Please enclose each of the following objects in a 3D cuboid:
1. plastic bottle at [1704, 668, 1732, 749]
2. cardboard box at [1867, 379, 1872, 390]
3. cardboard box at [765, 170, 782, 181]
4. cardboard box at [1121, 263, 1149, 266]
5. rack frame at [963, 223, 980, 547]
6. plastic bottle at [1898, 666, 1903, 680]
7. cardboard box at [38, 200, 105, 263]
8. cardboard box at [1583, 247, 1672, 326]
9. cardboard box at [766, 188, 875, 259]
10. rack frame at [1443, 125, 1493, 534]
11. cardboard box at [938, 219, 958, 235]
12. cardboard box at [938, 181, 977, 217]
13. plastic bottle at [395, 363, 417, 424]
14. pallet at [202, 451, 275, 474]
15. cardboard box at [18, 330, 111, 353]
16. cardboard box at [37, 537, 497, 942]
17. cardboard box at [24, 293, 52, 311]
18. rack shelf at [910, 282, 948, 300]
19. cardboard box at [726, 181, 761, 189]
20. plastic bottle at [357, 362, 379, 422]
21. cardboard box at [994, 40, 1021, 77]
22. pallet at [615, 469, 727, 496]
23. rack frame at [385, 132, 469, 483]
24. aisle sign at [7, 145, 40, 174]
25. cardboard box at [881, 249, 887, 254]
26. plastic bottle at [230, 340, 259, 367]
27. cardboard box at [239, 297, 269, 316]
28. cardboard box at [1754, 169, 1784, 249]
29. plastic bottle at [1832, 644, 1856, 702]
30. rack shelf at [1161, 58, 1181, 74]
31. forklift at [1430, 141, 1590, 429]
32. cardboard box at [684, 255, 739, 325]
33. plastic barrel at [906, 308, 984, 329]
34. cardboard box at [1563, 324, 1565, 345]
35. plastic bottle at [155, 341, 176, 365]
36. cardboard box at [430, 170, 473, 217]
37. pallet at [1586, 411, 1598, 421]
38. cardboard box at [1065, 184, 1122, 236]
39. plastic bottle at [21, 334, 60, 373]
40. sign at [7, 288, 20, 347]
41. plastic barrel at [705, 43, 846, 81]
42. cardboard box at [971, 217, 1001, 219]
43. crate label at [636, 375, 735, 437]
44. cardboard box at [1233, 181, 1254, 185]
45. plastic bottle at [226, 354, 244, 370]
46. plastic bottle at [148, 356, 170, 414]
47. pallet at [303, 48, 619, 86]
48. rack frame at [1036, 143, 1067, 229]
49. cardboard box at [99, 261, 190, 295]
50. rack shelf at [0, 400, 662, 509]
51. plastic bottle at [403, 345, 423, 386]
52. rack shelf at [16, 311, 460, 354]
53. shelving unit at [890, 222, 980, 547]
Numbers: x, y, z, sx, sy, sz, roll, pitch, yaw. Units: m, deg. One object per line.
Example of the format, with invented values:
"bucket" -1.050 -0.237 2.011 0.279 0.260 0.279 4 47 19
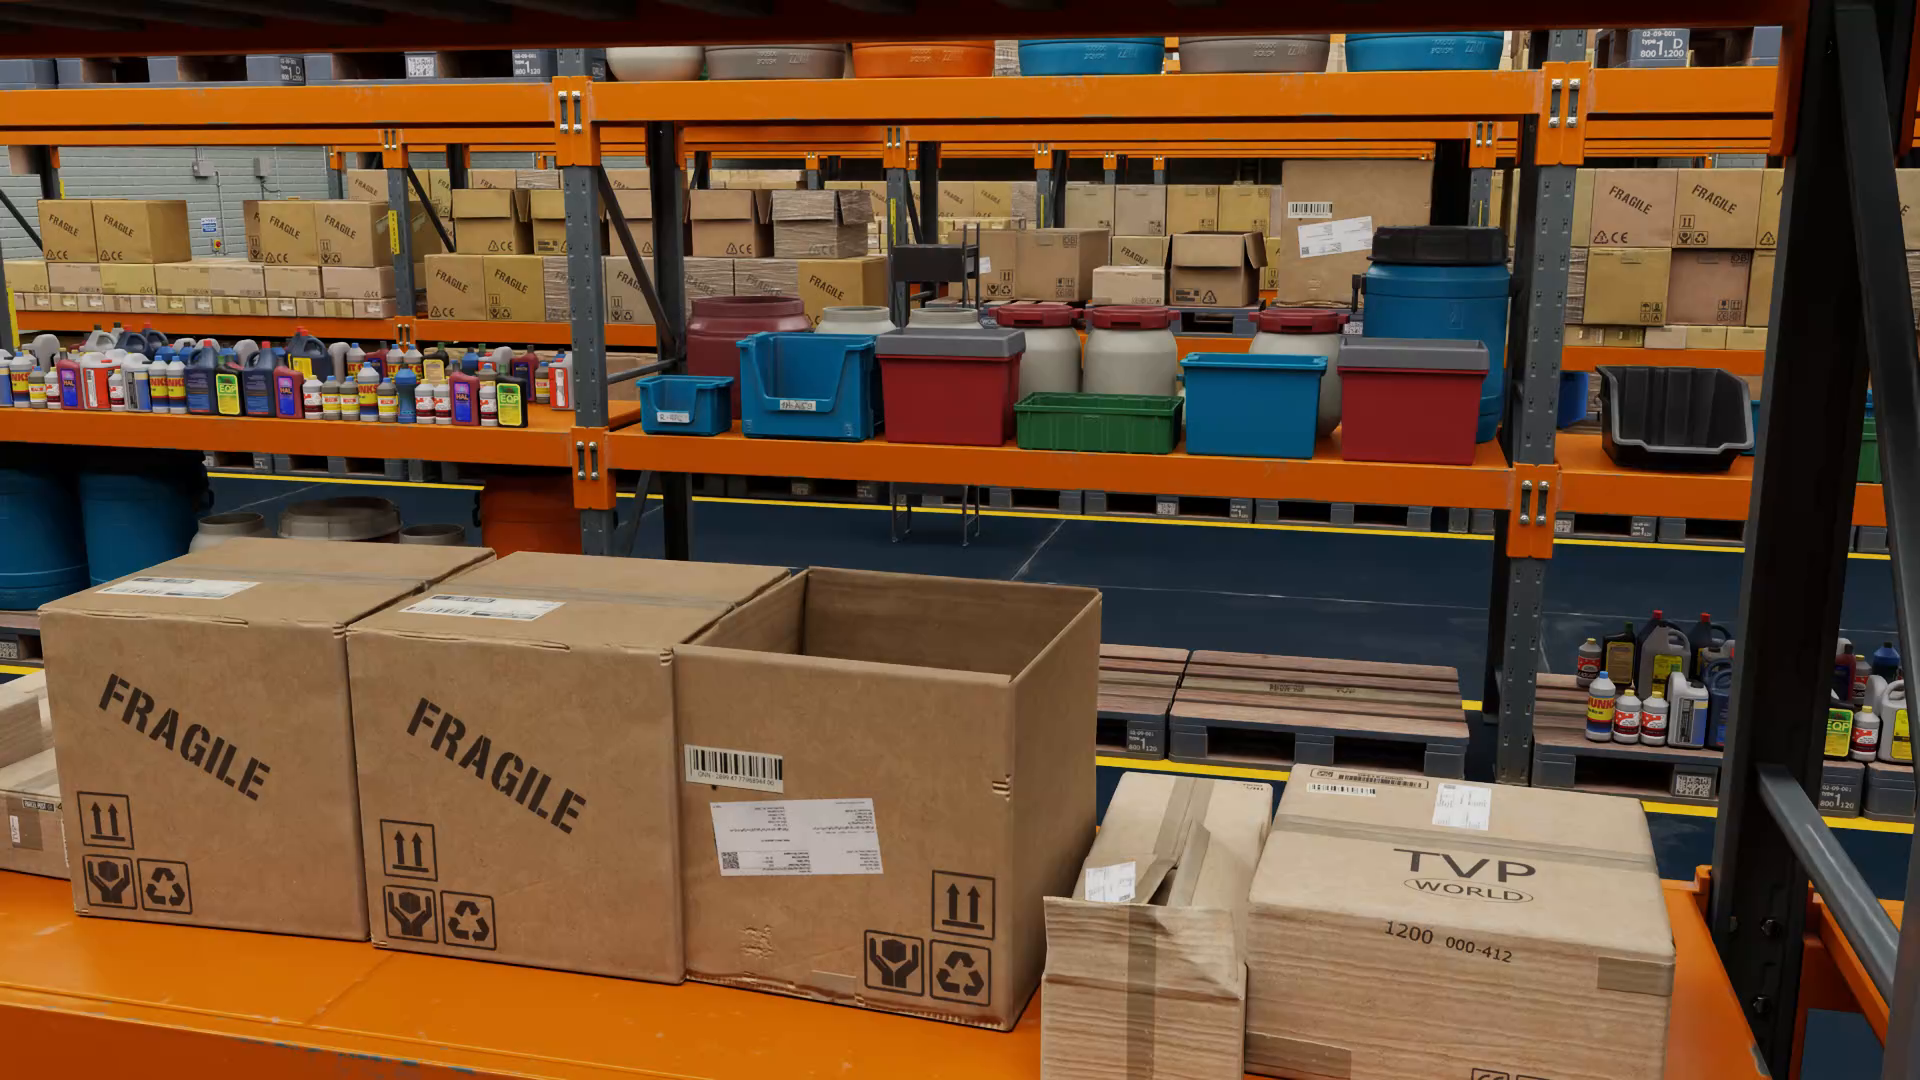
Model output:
"plastic bottle" 3.036 0.639 6.530 0.185 0.351 0.144 3 13 15
"cardboard box" 8.034 -1.630 15.590 0.875 0.875 0.875 3 13 14
"cardboard box" -2.460 -4.949 22.577 0.250 0.149 0.380 3 13 15
"cardboard box" 1.339 -1.928 12.338 0.258 0.266 0.396 3 13 12
"rack frame" 0.076 -1.021 10.988 0.015 2.100 0.400 3 13 14
"plastic bottle" 4.023 0.602 7.039 0.097 0.201 0.097 0 13 0
"cardboard box" -7.225 -2.564 13.792 0.500 0.500 0.500 3 13 12
"cardboard box" 4.437 -1.735 11.210 0.500 0.500 0.875 3 13 14
"cardboard box" -1.051 -2.398 12.570 0.637 0.503 0.797 4 13 15
"rack frame" 3.538 -1.611 11.568 0.127 3.000 1.000 3 13 14
"cardboard box" -0.142 -3.185 16.900 0.250 0.149 0.380 3 13 15
"cardboard box" -0.006 -4.491 22.010 0.500 0.500 0.500 3 13 13
"plastic bottle" -2.547 -0.677 7.657 0.097 0.271 0.097 0 13 0
"pallet" -6.136 -0.783 14.276 1.213 0.211 1.003 3 13 14
"cardboard box" -7.472 -1.385 14.485 0.875 0.875 0.875 3 13 14
"cardboard box" -1.089 0.300 2.727 0.500 0.500 0.500 2 13 10
"cardboard box" -7.597 -2.010 13.947 0.250 0.149 0.380 3 13 13
"rack shelf" -1.000 -2.608 17.727 4.000 0.370 1.077 3 13 14
"cardboard box" -2.869 -4.641 22.688 0.500 0.500 0.500 3 13 13
"plastic bottle" -2.737 -0.687 7.702 0.097 0.271 0.097 0 13 0
"cardboard box" 0.541 -3.470 11.638 0.500 0.500 0.500 3 13 14
"pallet" -2.273 -0.577 13.348 1.213 0.211 1.003 3 13 14
"rack frame" -4.229 -2.026 13.439 0.127 3.000 1.000 3 13 14
"aisle sign" -8.110 -3.569 14.394 0.004 0.787 0.394 3 13 14
"cardboard box" -0.641 -2.921 17.085 0.250 0.149 0.380 2 13 11
"plastic bottle" -3.755 -0.907 8.683 0.135 0.276 0.152 3 13 14
"cardboard box" -5.602 -1.903 13.467 0.250 0.149 0.380 3 13 15
"cardboard box" 5.374 -2.141 10.731 0.500 0.500 0.500 3 13 14
"plastic bottle" 3.678 0.574 6.979 0.133 0.283 0.061 3 13 14
"rack shelf" 5.157 -7.225 25.605 4.000 0.370 1.077 3 13 14
"forklift" 3.373 -1.929 13.159 3.031 2.935 1.130 3 13 12
"cardboard box" -1.871 -1.894 12.614 0.500 0.500 0.500 3 13 12
"plastic barrel" -0.073 -0.801 7.660 0.421 0.512 0.421 0 13 0
"cardboard box" 3.915 -1.398 11.189 0.250 0.149 0.380 3 13 14
"plastic bottle" -4.123 -0.897 8.646 0.097 0.271 0.097 0 13 0
"cardboard box" -5.462 -3.818 18.289 0.500 0.500 0.500 3 13 12
"pallet" 5.544 -1.231 16.295 1.213 0.211 1.003 3 13 14
"cardboard box" 1.375 -3.367 16.947 0.500 0.500 0.700 3 13 13
"plastic bottle" -4.955 -0.971 8.972 0.135 0.276 0.152 3 13 14
"sign" -5.282 -1.235 9.235 0.005 0.325 0.100 3 13 14
"plastic barrel" -0.787 -2.397 7.032 0.600 0.901 0.600 0 13 0
"cardboard box" 0.278 -3.307 17.450 0.250 0.149 0.380 3 13 12
"crate label" -1.213 -0.594 7.373 0.416 0.233 0.303 3 13 14
"cardboard box" 3.685 -4.592 21.622 0.250 0.149 0.380 2 13 11
"plastic bottle" -3.431 -0.740 7.911 0.133 0.283 0.061 3 13 14
"plastic bottle" -3.827 -0.745 7.965 0.097 0.271 0.097 0 13 0
"pallet" -2.251 -2.209 7.776 1.213 0.211 1.003 3 13 14
"rack frame" 0.941 -2.856 17.181 0.127 3.000 1.000 3 13 14
"cardboard box" -6.718 -2.171 13.754 0.500 0.250 0.500 3 13 12
"rack shelf" -3.474 -0.529 8.354 4.000 0.370 1.077 3 13 14
"plastic bottle" -2.783 -0.859 8.477 0.097 0.271 0.097 0 13 0
"rack shelf" -6.170 -1.778 13.985 4.000 0.370 1.077 3 13 14
"shelving unit" -0.161 -1.034 11.045 0.503 2.100 0.431 3 13 14
